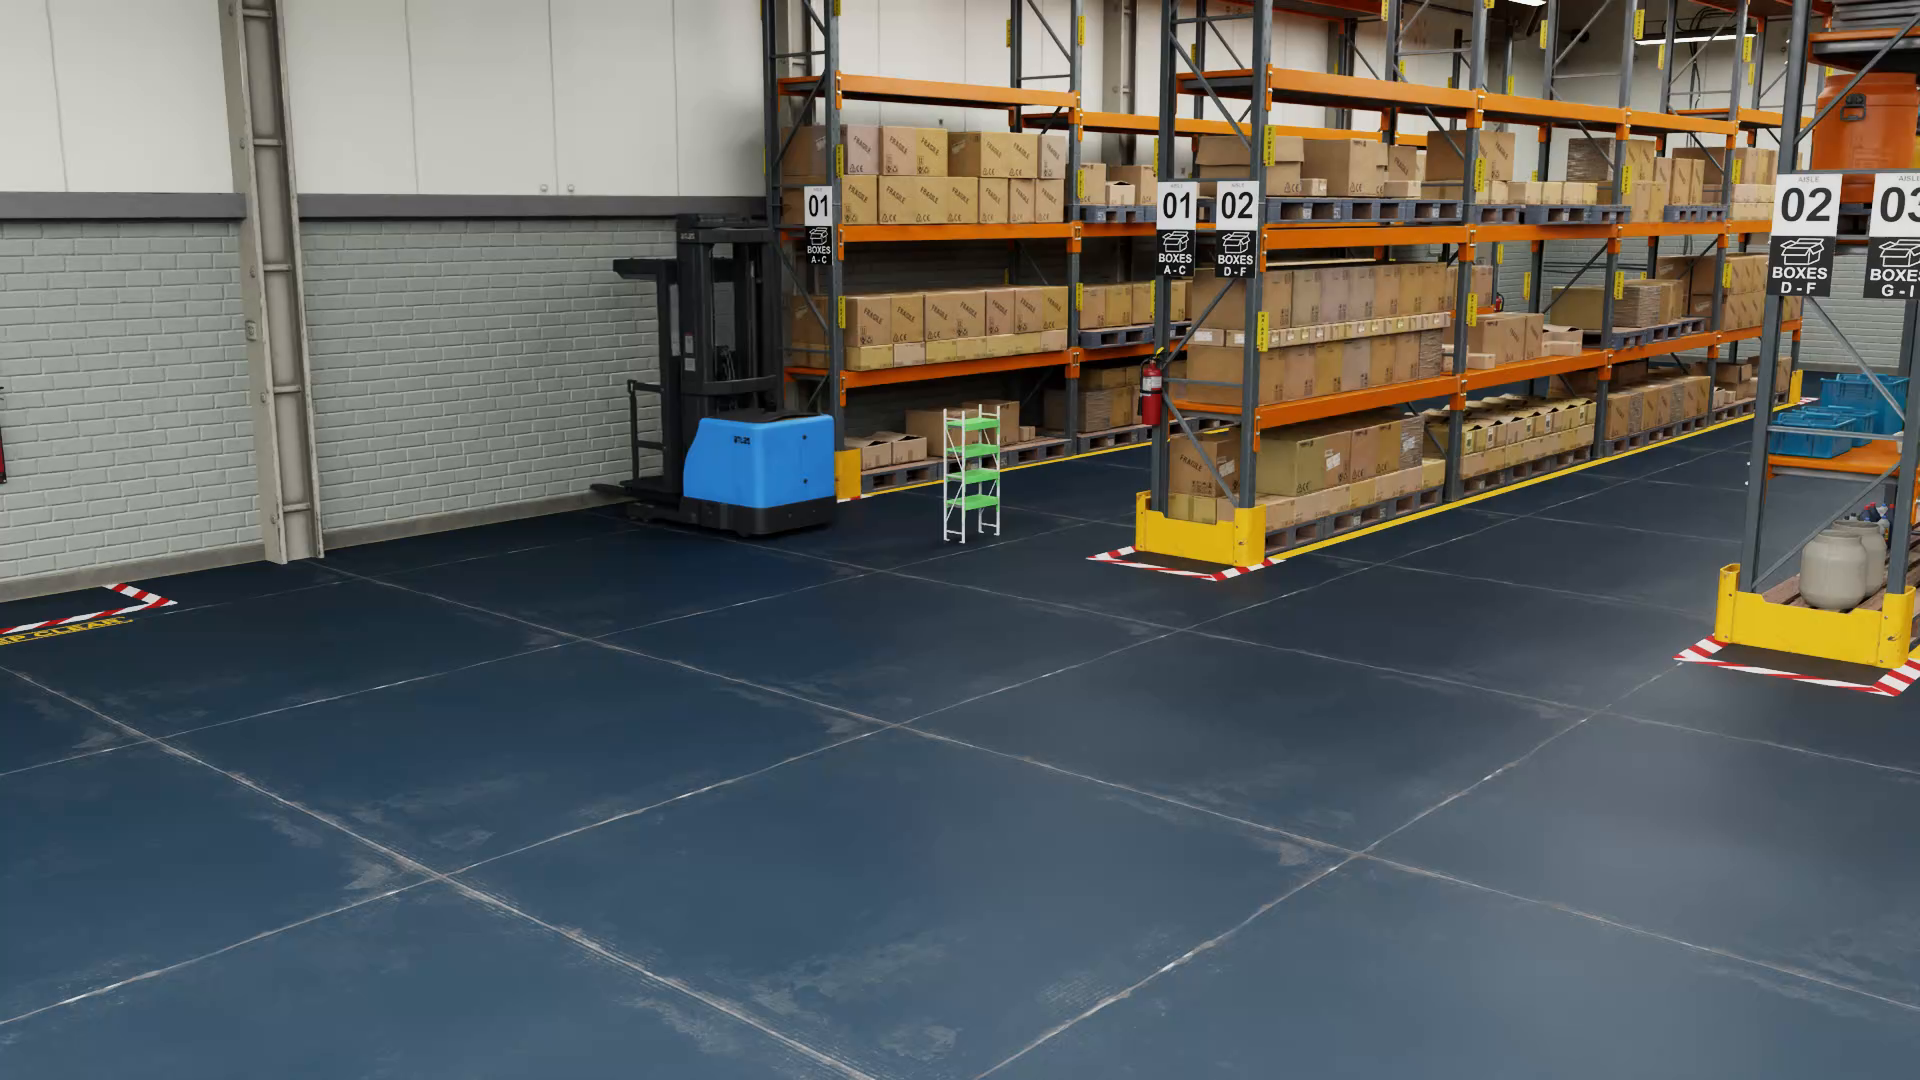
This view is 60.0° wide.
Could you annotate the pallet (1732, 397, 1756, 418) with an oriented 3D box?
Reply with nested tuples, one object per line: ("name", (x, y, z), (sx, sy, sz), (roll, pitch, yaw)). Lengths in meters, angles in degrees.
("pallet", (11.283, -2.020, 24.788), (1.003, 0.211, 1.213), (10, 15, 40))

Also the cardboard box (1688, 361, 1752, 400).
("cardboard box", (11.260, -2.375, 24.695), (0.797, 0.503, 0.637), (10, 15, 40))

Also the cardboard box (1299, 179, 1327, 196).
("cardboard box", (3.011, -3.114, 14.696), (0.380, 0.149, 0.250), (10, 15, 40))

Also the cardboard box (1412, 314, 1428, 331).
("cardboard box", (4.388, -2.154, 16.426), (0.380, 0.149, 0.250), (9, 15, 39))

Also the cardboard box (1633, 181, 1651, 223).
("cardboard box", (7.982, -4.182, 20.576), (0.910, 0.500, 0.500), (10, 15, 40))

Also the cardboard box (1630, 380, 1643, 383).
("cardboard box", (8.842, -1.904, 22.347), (0.500, 0.500, 0.500), (10, 15, 41))

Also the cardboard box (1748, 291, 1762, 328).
("cardboard box", (11.232, -3.344, 24.042), (0.500, 0.500, 0.500), (10, 15, 40))

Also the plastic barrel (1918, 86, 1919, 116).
("plastic barrel", (7.723, -3.079, 12.957), (0.600, 0.901, 0.708), (10, 15, 40))

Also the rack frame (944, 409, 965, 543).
("rack frame", (-0.052, -0.577, 15.036), (0.240, 1.200, 0.015), (10, 15, 40))

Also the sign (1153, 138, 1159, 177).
("sign", (1.704, -3.280, 14.256), (0.100, 0.325, 0.005), (10, 15, 40))

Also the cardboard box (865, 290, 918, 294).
("cardboard box", (-0.792, -2.531, 18.643), (0.500, 0.500, 0.500), (9, 15, 39))

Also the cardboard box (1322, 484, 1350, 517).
("cardboard box", (3.281, -0.396, 15.485), (0.500, 0.250, 0.500), (10, 15, 40))

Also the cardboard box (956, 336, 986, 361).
("cardboard box", (-0.053, -2.175, 18.772), (0.500, 0.250, 0.500), (10, 15, 41))

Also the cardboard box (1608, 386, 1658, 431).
("cardboard box", (8.574, -1.689, 21.268), (0.500, 0.500, 0.500), (10, 15, 40))

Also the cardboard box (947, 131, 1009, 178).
("cardboard box", (0.201, -4.321, 18.668), (0.500, 0.500, 0.500), (9, 14, 38))

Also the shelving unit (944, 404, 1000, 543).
("shelving unit", (0.109, -0.613, 15.216), (0.258, 1.200, 0.503), (10, 15, 40))

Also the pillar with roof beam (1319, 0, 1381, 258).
("pillar with roof beam", (9.346, -6.347, 24.012), (9.100, 9.000, 0.548), (10, 15, 40))

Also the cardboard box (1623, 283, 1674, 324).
("cardboard box", (8.904, -3.094, 21.714), (0.700, 0.500, 0.500), (6, 13, 26))

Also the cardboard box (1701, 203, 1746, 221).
("cardboard box", (10.530, -4.544, 23.026), (0.500, 0.250, 0.500), (10, 15, 40))

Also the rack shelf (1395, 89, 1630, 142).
("rack shelf", (6.063, -4.617, 18.209), (1.077, 0.370, 4.000), (10, 15, 40))

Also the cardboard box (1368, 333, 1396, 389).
("cardboard box", (3.777, -1.761, 16.113), (0.700, 0.500, 0.500), (10, 15, 41))

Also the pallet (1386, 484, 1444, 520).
("pallet", (4.186, -0.451, 16.928), (1.003, 0.211, 1.213), (10, 15, 40))

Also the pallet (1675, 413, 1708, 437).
("pallet", (9.515, -1.615, 22.756), (1.003, 0.211, 1.213), (10, 15, 40))

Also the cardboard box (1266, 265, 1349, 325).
("cardboard box", (3.130, -2.253, 15.268), (0.700, 0.500, 0.500), (10, 15, 41))

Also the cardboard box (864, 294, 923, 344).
("cardboard box", (-0.747, -2.388, 17.925), (0.500, 0.500, 0.500), (10, 15, 41))

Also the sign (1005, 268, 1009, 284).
("sign", (0.600, -3.209, 20.661), (0.100, 0.325, 0.005), (10, 15, 40))

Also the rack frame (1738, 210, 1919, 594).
("rack frame", (5.820, -0.700, 11.058), (1.000, 3.000, 0.127), (10, 15, 40))

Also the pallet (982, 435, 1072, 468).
("pallet", (0.602, -1.099, 20.173), (1.003, 0.211, 1.213), (10, 15, 40))

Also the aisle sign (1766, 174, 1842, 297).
("aisle sign", (5.550, -2.003, 10.943), (0.394, 0.787, 0.004), (10, 15, 40))

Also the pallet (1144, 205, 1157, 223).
("pallet", (2.189, -4.178, 21.294), (1.213, 0.211, 1.003), (10, 15, 40))

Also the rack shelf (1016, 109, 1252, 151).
("rack shelf", (2.339, -5.257, 21.413), (1.077, 0.370, 4.000), (10, 15, 40))

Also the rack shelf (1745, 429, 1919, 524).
("rack shelf", (7.141, -0.642, 12.602), (1.077, 0.370, 4.000), (10, 15, 40))

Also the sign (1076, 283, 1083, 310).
("sign", (1.432, -2.925, 19.987), (0.100, 0.325, 0.005), (10, 15, 40))

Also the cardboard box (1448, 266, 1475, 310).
("cardboard box", (8.139, -4.297, 28.302), (0.980, 0.700, 0.700), (10, 15, 40))

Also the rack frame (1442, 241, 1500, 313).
("rack frame", (8.940, -4.335, 29.257), (1.000, 3.000, 0.127), (10, 15, 40))

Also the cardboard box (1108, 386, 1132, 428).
("cardboard box", (1.796, -1.752, 21.585), (0.700, 0.500, 0.500), (9, 15, 39))

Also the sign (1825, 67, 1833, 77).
("sign", (13.067, -7.098, 24.984), (0.100, 0.325, 0.005), (10, 15, 40))

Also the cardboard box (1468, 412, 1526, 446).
("cardboard box", (5.878, -1.240, 18.278), (0.500, 0.311, 0.500), (9, 14, 38))

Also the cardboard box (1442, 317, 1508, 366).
("cardboard box", (5.610, -2.167, 18.147), (0.500, 0.500, 0.500), (-11, 16, -43))

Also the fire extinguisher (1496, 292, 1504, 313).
("fire extinguisher", (9.387, -4.077, 29.114), (0.296, 0.674, 0.183), (10, 15, 40))

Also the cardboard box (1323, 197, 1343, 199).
("cardboard box", (5.318, -5.277, 24.935), (0.700, 0.500, 0.500), (9, 15, 39))

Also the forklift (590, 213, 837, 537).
("forklift", (-2.620, -1.677, 16.126), (3.031, 2.935, 1.130), (9, 15, 39))

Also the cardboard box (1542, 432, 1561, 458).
("cardboard box", (6.547, -1.117, 19.093), (0.500, 0.250, 0.500), (10, 15, 42))

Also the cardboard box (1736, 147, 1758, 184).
("cardboard box", (10.752, -5.249, 23.365), (0.700, 0.500, 0.500), (10, 15, 40))

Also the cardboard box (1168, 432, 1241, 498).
("cardboard box", (2.233, -0.684, 15.010), (0.500, 0.500, 0.500), (10, 15, 40))

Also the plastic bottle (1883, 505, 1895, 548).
("plastic bottle", (7.725, -0.122, 13.802), (0.144, 0.351, 0.185), (10, 15, 40))

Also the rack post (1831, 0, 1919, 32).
("rack post", (6.415, -3.492, 10.994), (0.954, 0.300, 0.937), (-10, 15, -41))

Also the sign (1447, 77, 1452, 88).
("sign", (8.528, -7.885, 28.926), (0.100, 0.325, 0.005), (10, 15, 40))

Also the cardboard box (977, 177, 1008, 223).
("cardboard box", (0.191, -3.834, 18.783), (0.500, 0.500, 0.500), (9, 14, 38))

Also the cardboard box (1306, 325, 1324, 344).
("cardboard box", (3.029, -1.851, 14.907), (0.380, 0.149, 0.250), (9, 15, 39))

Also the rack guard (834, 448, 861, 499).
("rack guard", (-1.571, -0.766, 17.772), (1.175, 0.500, 0.348), (10, 15, 40))

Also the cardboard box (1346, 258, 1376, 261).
("cardboard box", (6.184, -4.217, 25.687), (0.500, 0.250, 0.500), (10, 15, 42))

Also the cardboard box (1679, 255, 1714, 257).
("cardboard box", (10.499, -3.830, 23.918), (0.500, 0.500, 0.500), (9, 15, 39))

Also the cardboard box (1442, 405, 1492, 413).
("cardboard box", (5.799, -1.383, 18.992), (0.500, 0.311, 0.500), (10, 15, 40))

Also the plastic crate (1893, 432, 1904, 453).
("plastic crate", (6.653, -0.661, 11.535), (0.298, 0.136, 0.250), (10, 15, 40))

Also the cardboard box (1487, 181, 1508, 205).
("cardboard box", (5.517, -3.704, 17.748), (0.500, 0.250, 0.500), (8, 14, 35))
